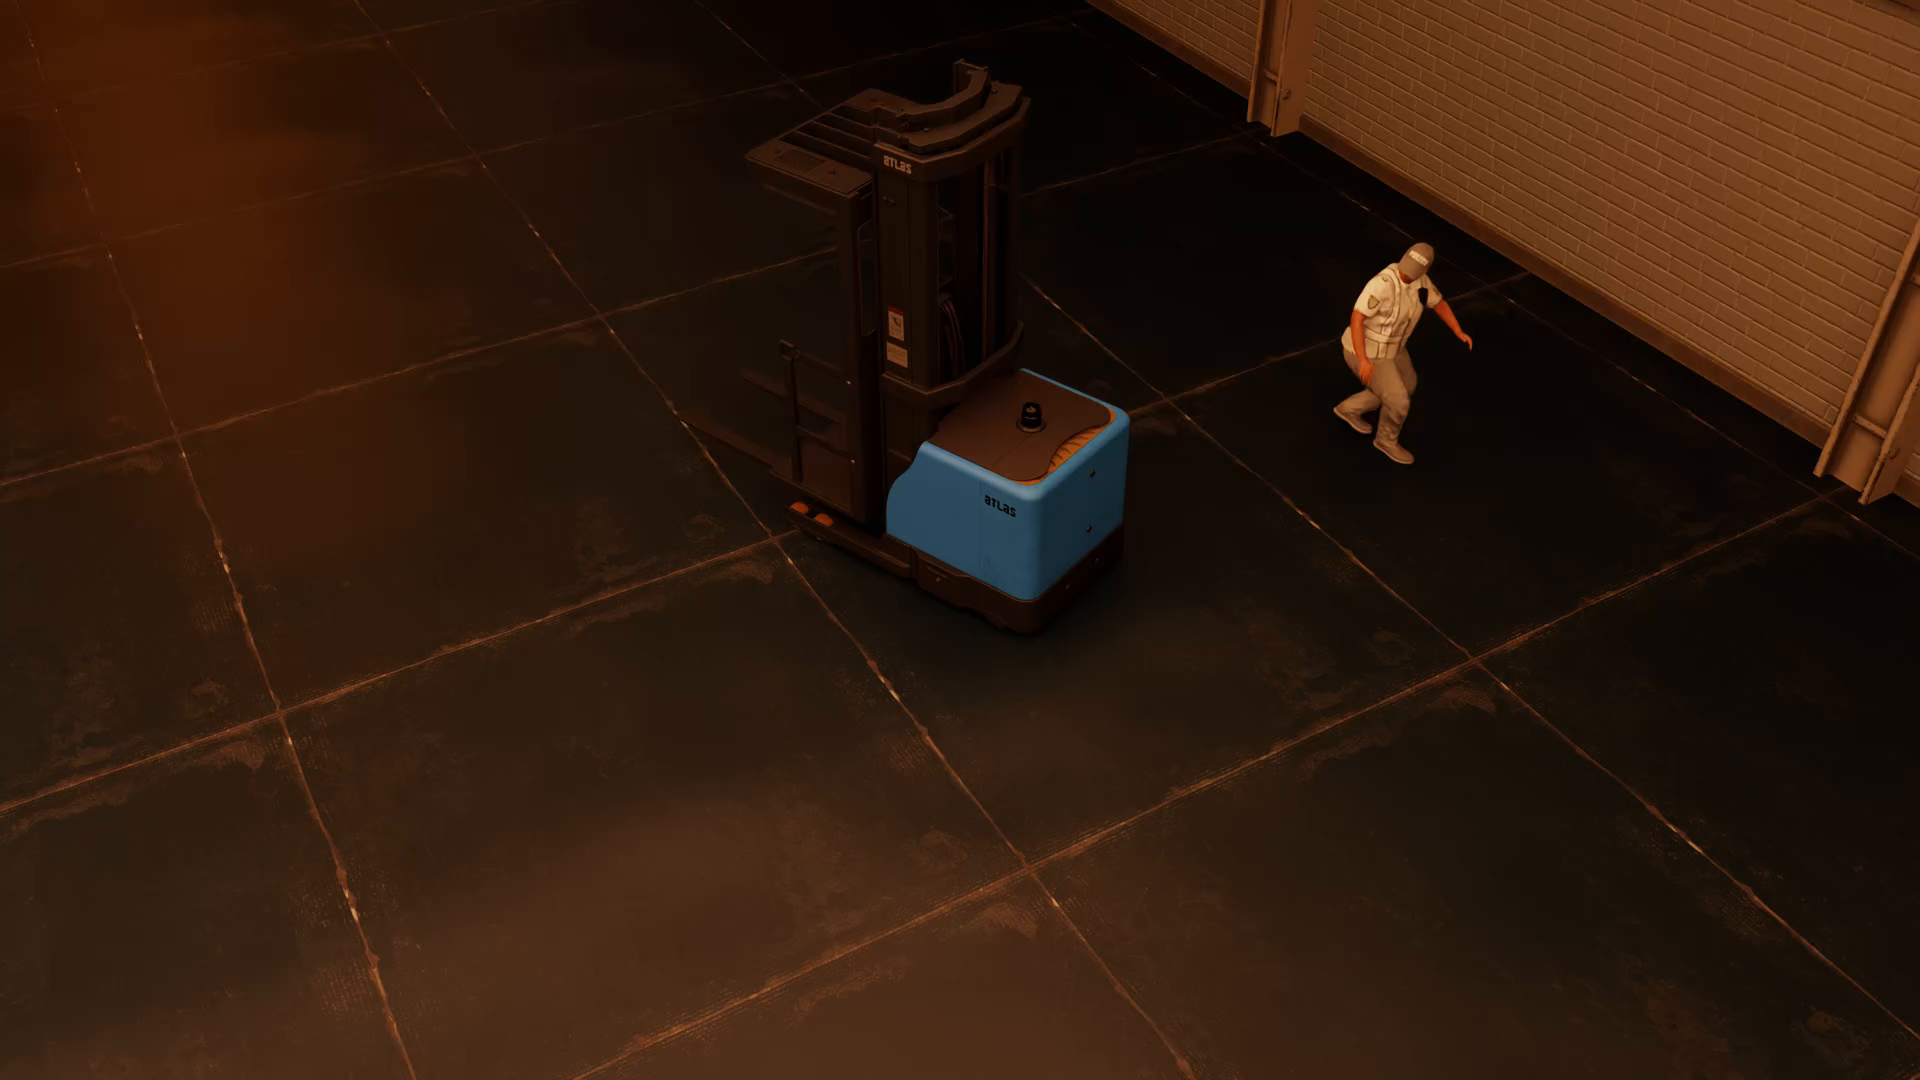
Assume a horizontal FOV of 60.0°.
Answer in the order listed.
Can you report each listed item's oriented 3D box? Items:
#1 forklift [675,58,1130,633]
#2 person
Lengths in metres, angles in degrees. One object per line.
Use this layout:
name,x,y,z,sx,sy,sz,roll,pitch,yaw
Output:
forklift,-0.481,-1.366,9.683,3.031,2.935,1.130,26,46,28
person,2.804,-1.179,10.546,0.771,1.546,0.796,29,48,30
